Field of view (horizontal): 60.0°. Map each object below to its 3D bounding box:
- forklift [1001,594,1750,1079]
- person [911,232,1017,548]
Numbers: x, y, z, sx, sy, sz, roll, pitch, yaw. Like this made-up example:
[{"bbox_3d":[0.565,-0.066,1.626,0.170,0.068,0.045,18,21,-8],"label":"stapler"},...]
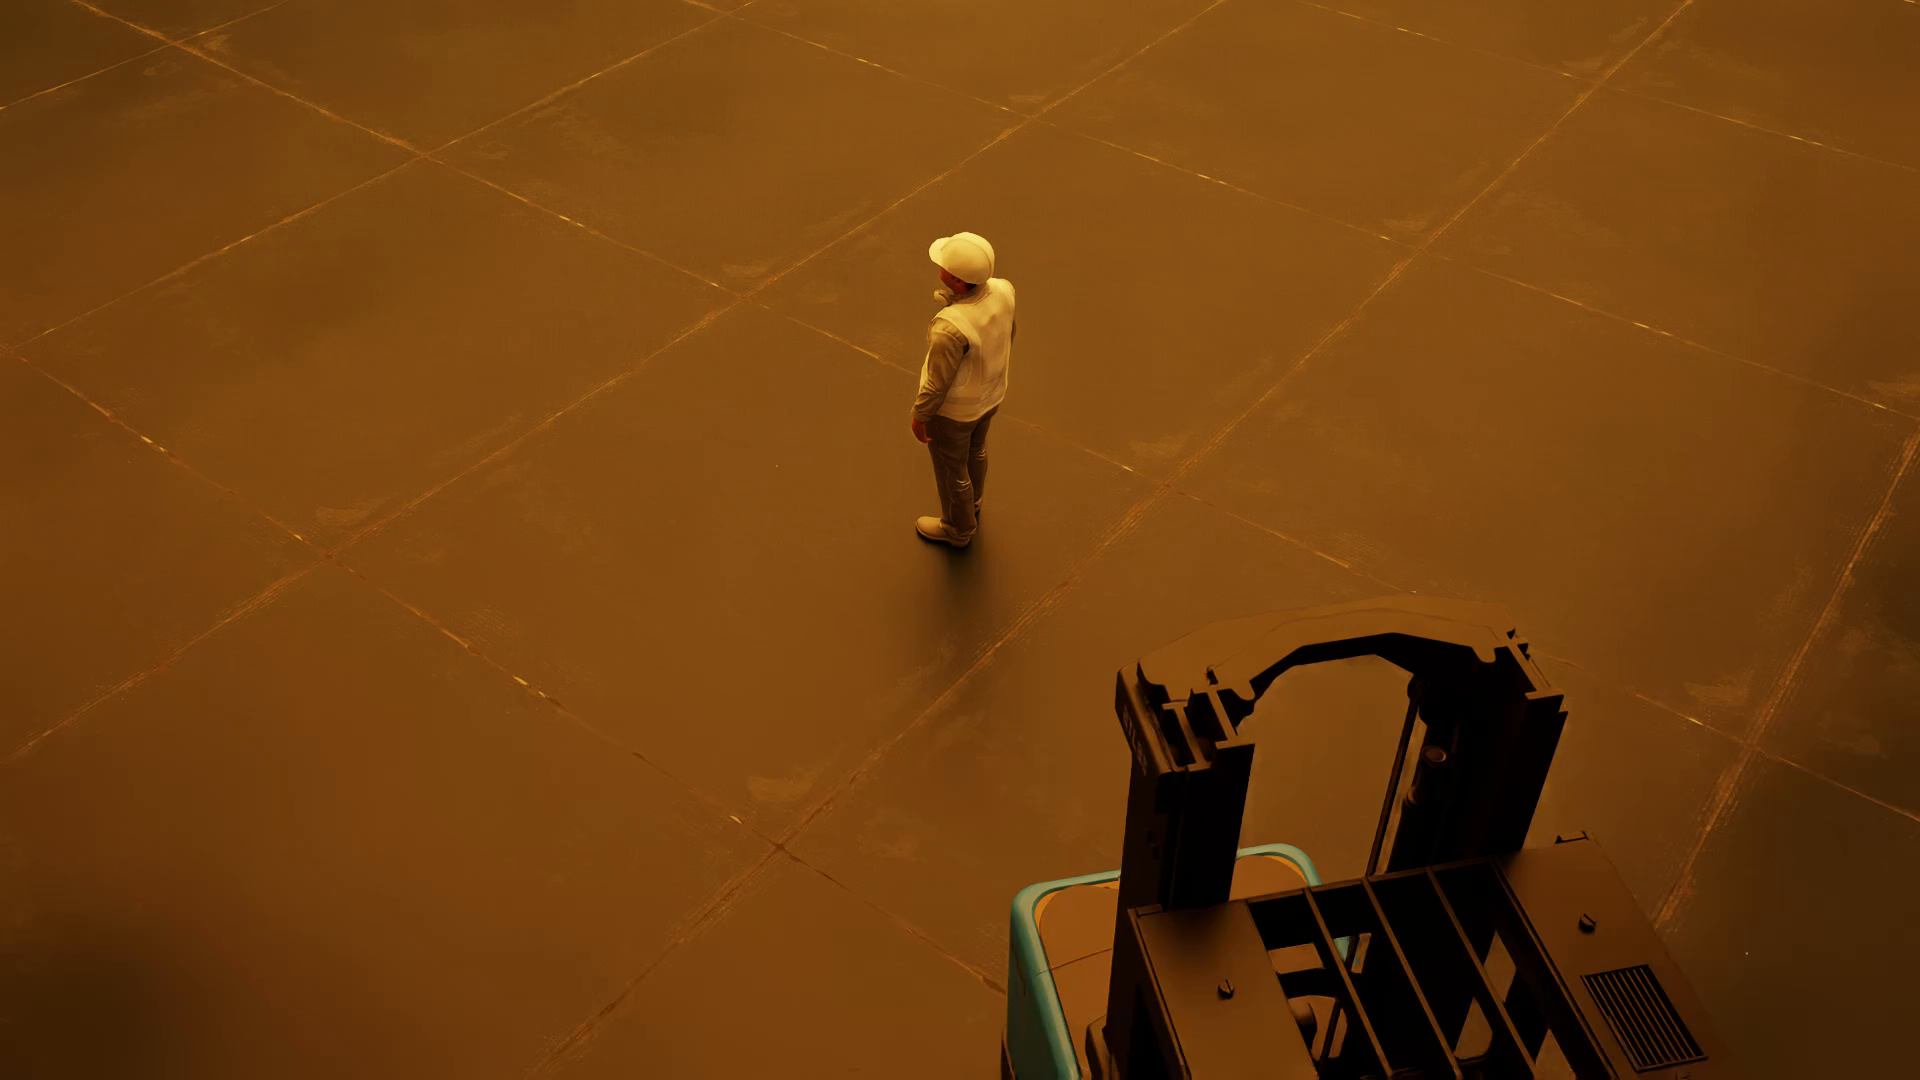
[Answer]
[{"bbox_3d":[0.950,1.696,4.085,1.130,2.935,3.031,-8,41,-9],"label":"forklift"},{"bbox_3d":[-0.046,-0.709,7.786,0.566,1.775,0.634,26,47,28],"label":"person"}]
